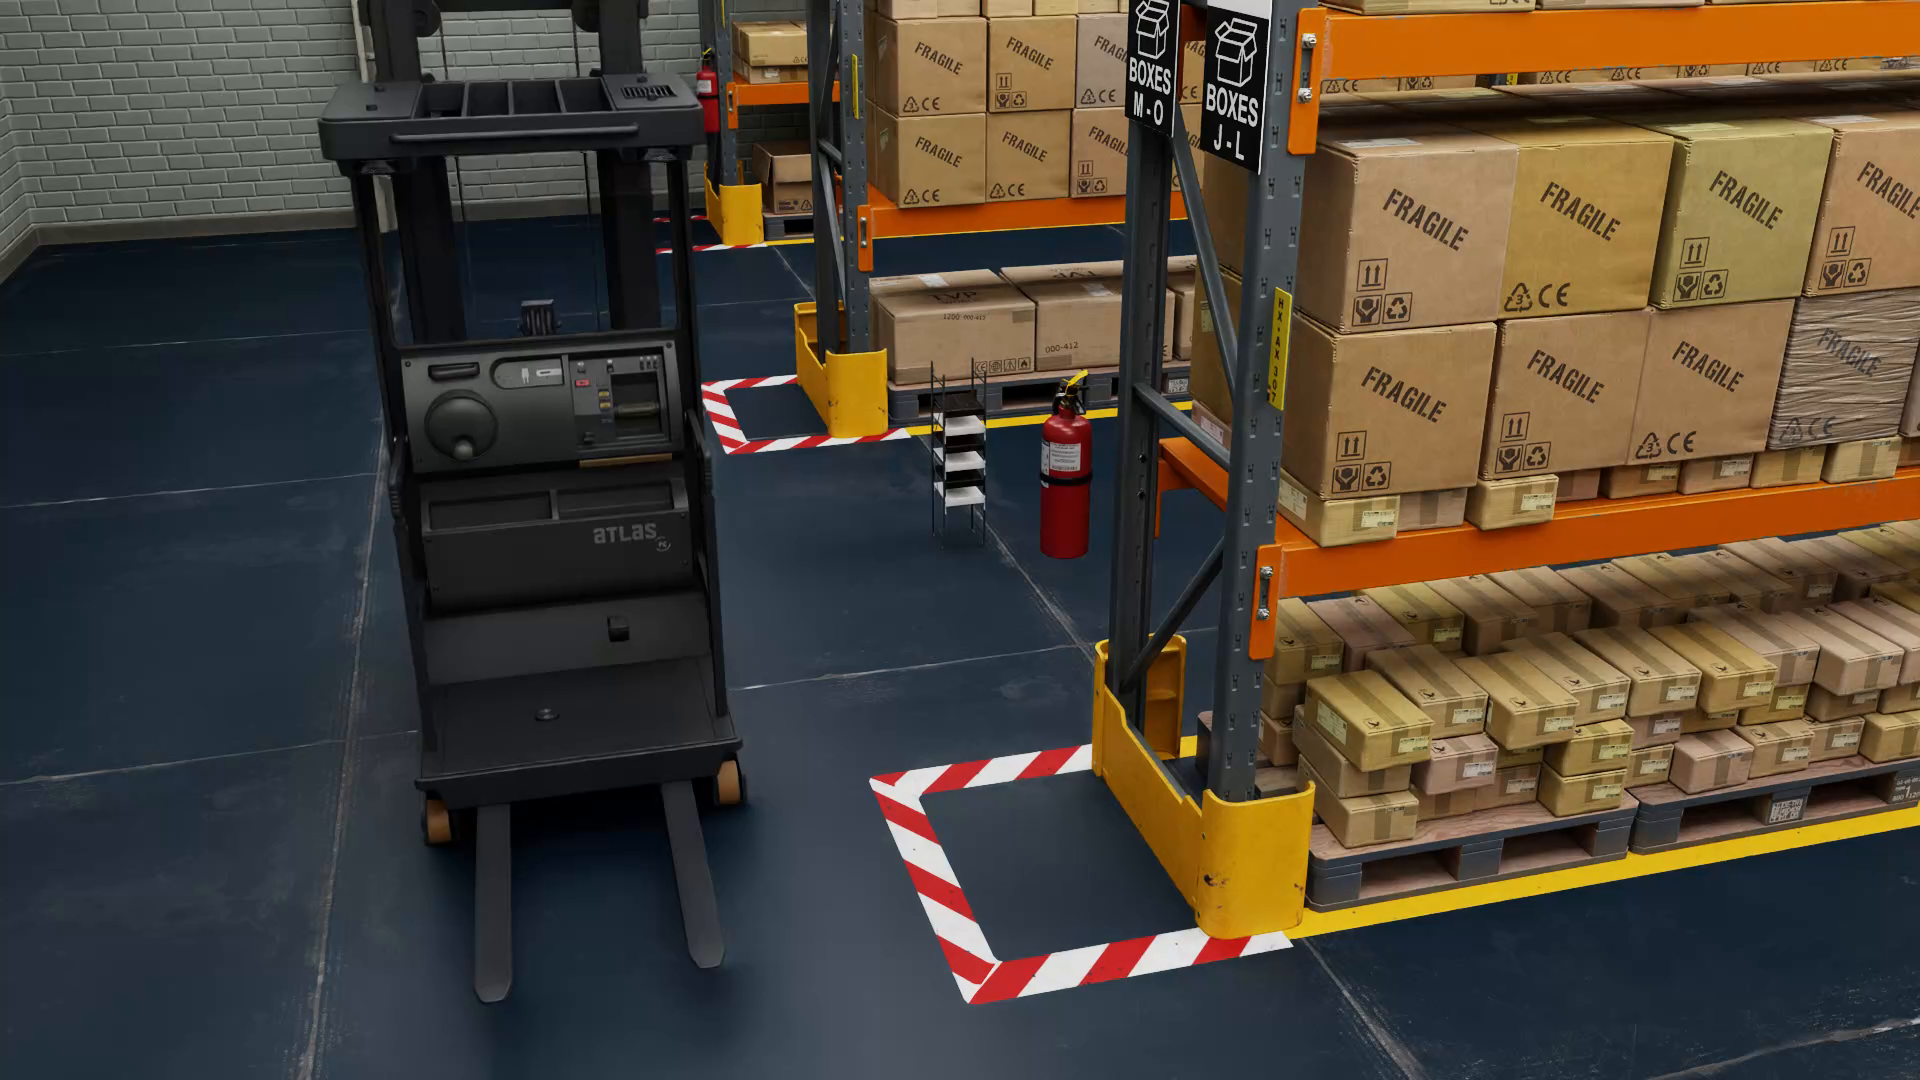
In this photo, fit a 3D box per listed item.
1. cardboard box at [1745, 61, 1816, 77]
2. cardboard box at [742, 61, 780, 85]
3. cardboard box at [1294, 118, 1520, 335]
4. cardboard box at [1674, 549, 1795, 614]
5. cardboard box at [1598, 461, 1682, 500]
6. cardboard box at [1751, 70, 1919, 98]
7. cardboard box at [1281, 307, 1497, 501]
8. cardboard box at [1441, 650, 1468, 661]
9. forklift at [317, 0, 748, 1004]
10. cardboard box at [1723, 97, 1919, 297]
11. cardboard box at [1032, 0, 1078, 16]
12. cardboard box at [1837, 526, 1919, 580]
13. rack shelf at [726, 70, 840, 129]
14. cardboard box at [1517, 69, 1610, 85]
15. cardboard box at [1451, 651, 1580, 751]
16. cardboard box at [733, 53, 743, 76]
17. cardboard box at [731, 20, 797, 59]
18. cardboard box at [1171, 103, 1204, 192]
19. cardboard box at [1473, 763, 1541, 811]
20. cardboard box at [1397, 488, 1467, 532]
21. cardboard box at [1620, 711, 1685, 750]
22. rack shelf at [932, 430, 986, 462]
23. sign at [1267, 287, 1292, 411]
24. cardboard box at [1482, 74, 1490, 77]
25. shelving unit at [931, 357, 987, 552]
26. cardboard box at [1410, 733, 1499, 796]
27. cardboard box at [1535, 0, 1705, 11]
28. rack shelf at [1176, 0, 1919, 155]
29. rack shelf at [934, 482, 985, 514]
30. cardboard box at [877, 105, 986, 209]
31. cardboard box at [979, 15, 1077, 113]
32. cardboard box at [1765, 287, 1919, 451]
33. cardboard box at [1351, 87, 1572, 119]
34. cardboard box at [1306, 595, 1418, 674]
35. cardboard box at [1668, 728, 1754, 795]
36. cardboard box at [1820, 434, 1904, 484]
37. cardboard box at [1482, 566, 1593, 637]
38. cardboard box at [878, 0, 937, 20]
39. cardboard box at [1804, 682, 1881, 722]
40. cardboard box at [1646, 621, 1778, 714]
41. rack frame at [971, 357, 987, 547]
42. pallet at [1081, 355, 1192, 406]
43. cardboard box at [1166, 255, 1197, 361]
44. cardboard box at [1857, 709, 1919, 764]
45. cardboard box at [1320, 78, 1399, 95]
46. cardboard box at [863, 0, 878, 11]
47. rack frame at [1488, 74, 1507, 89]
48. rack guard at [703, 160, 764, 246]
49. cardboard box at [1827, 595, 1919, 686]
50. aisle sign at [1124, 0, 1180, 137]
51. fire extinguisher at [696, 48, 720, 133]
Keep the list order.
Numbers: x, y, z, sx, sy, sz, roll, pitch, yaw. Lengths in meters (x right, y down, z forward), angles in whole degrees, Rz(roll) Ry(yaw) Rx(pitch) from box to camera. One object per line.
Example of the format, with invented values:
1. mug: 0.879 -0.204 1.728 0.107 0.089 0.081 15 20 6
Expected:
1. cardboard box: 5.109 -3.245 10.614 0.500 0.500 0.500 -7 24 -15
2. cardboard box: -1.659 -3.901 13.856 0.250 0.149 0.380 -6 24 -15
3. cardboard box: 1.233 -0.922 4.823 0.500 0.500 0.500 -6 24 -15
4. cardboard box: 2.929 0.188 6.335 0.250 0.149 0.380 -7 24 -17
5. cardboard box: 2.117 -0.278 5.412 0.250 0.149 0.380 -7 24 -15
6. cardboard box: 3.092 -1.343 5.803 0.500 0.500 0.500 -6 24 -13
7. cardboard box: 1.236 -0.458 5.010 0.500 0.500 0.500 -5 24 -12
8. cardboard box: 1.660 0.427 6.156 0.250 0.149 0.380 -7 24 -17
9. forklift: -1.392 -0.456 5.595 1.130 2.935 3.031 -6 24 -13
10. cardboard box: 2.714 -1.081 5.192 0.500 0.500 0.500 -7 24 -16
11. cardboard box: 0.474 -3.012 9.247 0.250 0.149 0.380 -7 24 -16
12. cardboard box: 3.681 0.095 6.552 0.250 0.149 0.380 -7 24 -15
13. rack shelf: -0.124 -3.968 14.606 4.000 0.370 1.077 -6 24 -14
14. cardboard box: 3.647 -3.071 10.207 0.500 0.500 0.500 -6 24 -14
15. cardboard box: 1.835 0.531 5.537 0.250 0.149 0.380 -6 24 -15
16. cardboard box: -1.803 -4.107 14.337 0.250 0.149 0.380 -7 24 -15
17. cardboard box: -1.679 -4.303 14.287 0.500 0.250 0.500 -6 24 -13
18. cardboard box: 1.286 -2.361 9.821 0.500 0.500 0.500 -6 24 -13
19. cardboard box: 1.787 0.762 5.753 0.250 0.149 0.380 -6 24 -14
20. cardboard box: 1.363 -0.170 5.161 0.250 0.149 0.380 -5 24 -12
21. cardboard box: 2.300 0.571 5.820 0.250 0.149 0.380 -7 24 -17
22. rack shelf: -0.008 -0.465 8.048 0.200 0.077 0.258 -6 24 -14
23. sign: 0.876 -0.525 4.571 0.005 0.325 0.100 -6 24 -14
24. cardboard box: 3.508 -3.276 10.685 0.500 0.500 0.500 -6 24 -13
25. shelving unit: -0.008 -0.413 8.071 0.210 0.900 0.258 -6 24 -14
26. cardboard box: 1.582 0.682 5.563 0.250 0.149 0.380 -6 24 -15
27. cardboard box: 1.739 -1.648 4.672 0.500 0.250 0.500 -6 24 -13
28. rack shelf: 2.655 -1.594 5.268 4.000 0.370 1.077 -6 24 -14
29. rack shelf: -0.008 -0.217 8.155 0.200 0.077 0.258 -6 24 -14
30. cardboard box: -0.166 -2.189 9.422 0.500 0.500 0.500 -7 24 -15
31. cardboard box: 0.329 -2.707 9.361 0.500 0.500 0.500 -7 24 -16
32. cardboard box: 2.709 -0.629 5.408 0.500 0.500 0.500 -7 24 -16
33. cardboard box: 1.590 -1.172 5.405 0.500 0.500 0.500 -7 24 -16
34. cardboard box: 1.428 0.353 5.951 0.250 0.149 0.380 -6 24 -13
35. cardboard box: 2.546 0.720 5.852 0.250 0.149 0.380 -8 24 -17
36. cardboard box: 2.883 -0.330 5.534 0.250 0.149 0.380 -6 24 -13
37. cardboard box: 2.153 0.224 6.252 0.250 0.149 0.380 -5 24 -12
38. cardboard box: -0.289 -2.938 9.075 0.250 0.149 0.380 -6 24 -13
39. cardboard box: 3.081 0.490 6.011 0.250 0.149 0.380 -7 24 -17
40. cardboard box: 2.587 0.436 5.757 0.250 0.149 0.380 -6 24 -14
41. rack frame: 0.090 -0.424 8.096 0.006 0.900 0.240 -6 24 -14
42. pallet: 1.216 -1.163 10.693 1.213 0.211 1.003 -6 24 -14
43. cardboard box: 1.651 -1.521 10.708 0.875 0.438 0.875 -7 24 -16
44. cardboard box: 3.298 0.640 6.038 0.250 0.149 0.380 -6 24 -14
45. cardboard box: 2.275 -2.927 9.872 0.500 0.500 0.500 -7 24 -15
46. cardboard box: -0.414 -3.119 9.498 0.250 0.149 0.380 -6 24 -14
47. rack frame: 3.146 -2.627 10.569 0.127 3.000 1.000 -6 24 -14
48. rack guard: -1.977 -2.945 14.479 0.348 0.500 1.175 -6 24 -14
49. cardboard box: 3.328 0.355 5.947 0.250 0.149 0.380 -8 24 -17
50. aisle sign: 0.578 -1.634 4.956 0.004 0.787 0.394 -6 24 -14
51. fire extinguisher: -2.067 -3.687 13.611 0.183 0.674 0.296 -6 24 -14
